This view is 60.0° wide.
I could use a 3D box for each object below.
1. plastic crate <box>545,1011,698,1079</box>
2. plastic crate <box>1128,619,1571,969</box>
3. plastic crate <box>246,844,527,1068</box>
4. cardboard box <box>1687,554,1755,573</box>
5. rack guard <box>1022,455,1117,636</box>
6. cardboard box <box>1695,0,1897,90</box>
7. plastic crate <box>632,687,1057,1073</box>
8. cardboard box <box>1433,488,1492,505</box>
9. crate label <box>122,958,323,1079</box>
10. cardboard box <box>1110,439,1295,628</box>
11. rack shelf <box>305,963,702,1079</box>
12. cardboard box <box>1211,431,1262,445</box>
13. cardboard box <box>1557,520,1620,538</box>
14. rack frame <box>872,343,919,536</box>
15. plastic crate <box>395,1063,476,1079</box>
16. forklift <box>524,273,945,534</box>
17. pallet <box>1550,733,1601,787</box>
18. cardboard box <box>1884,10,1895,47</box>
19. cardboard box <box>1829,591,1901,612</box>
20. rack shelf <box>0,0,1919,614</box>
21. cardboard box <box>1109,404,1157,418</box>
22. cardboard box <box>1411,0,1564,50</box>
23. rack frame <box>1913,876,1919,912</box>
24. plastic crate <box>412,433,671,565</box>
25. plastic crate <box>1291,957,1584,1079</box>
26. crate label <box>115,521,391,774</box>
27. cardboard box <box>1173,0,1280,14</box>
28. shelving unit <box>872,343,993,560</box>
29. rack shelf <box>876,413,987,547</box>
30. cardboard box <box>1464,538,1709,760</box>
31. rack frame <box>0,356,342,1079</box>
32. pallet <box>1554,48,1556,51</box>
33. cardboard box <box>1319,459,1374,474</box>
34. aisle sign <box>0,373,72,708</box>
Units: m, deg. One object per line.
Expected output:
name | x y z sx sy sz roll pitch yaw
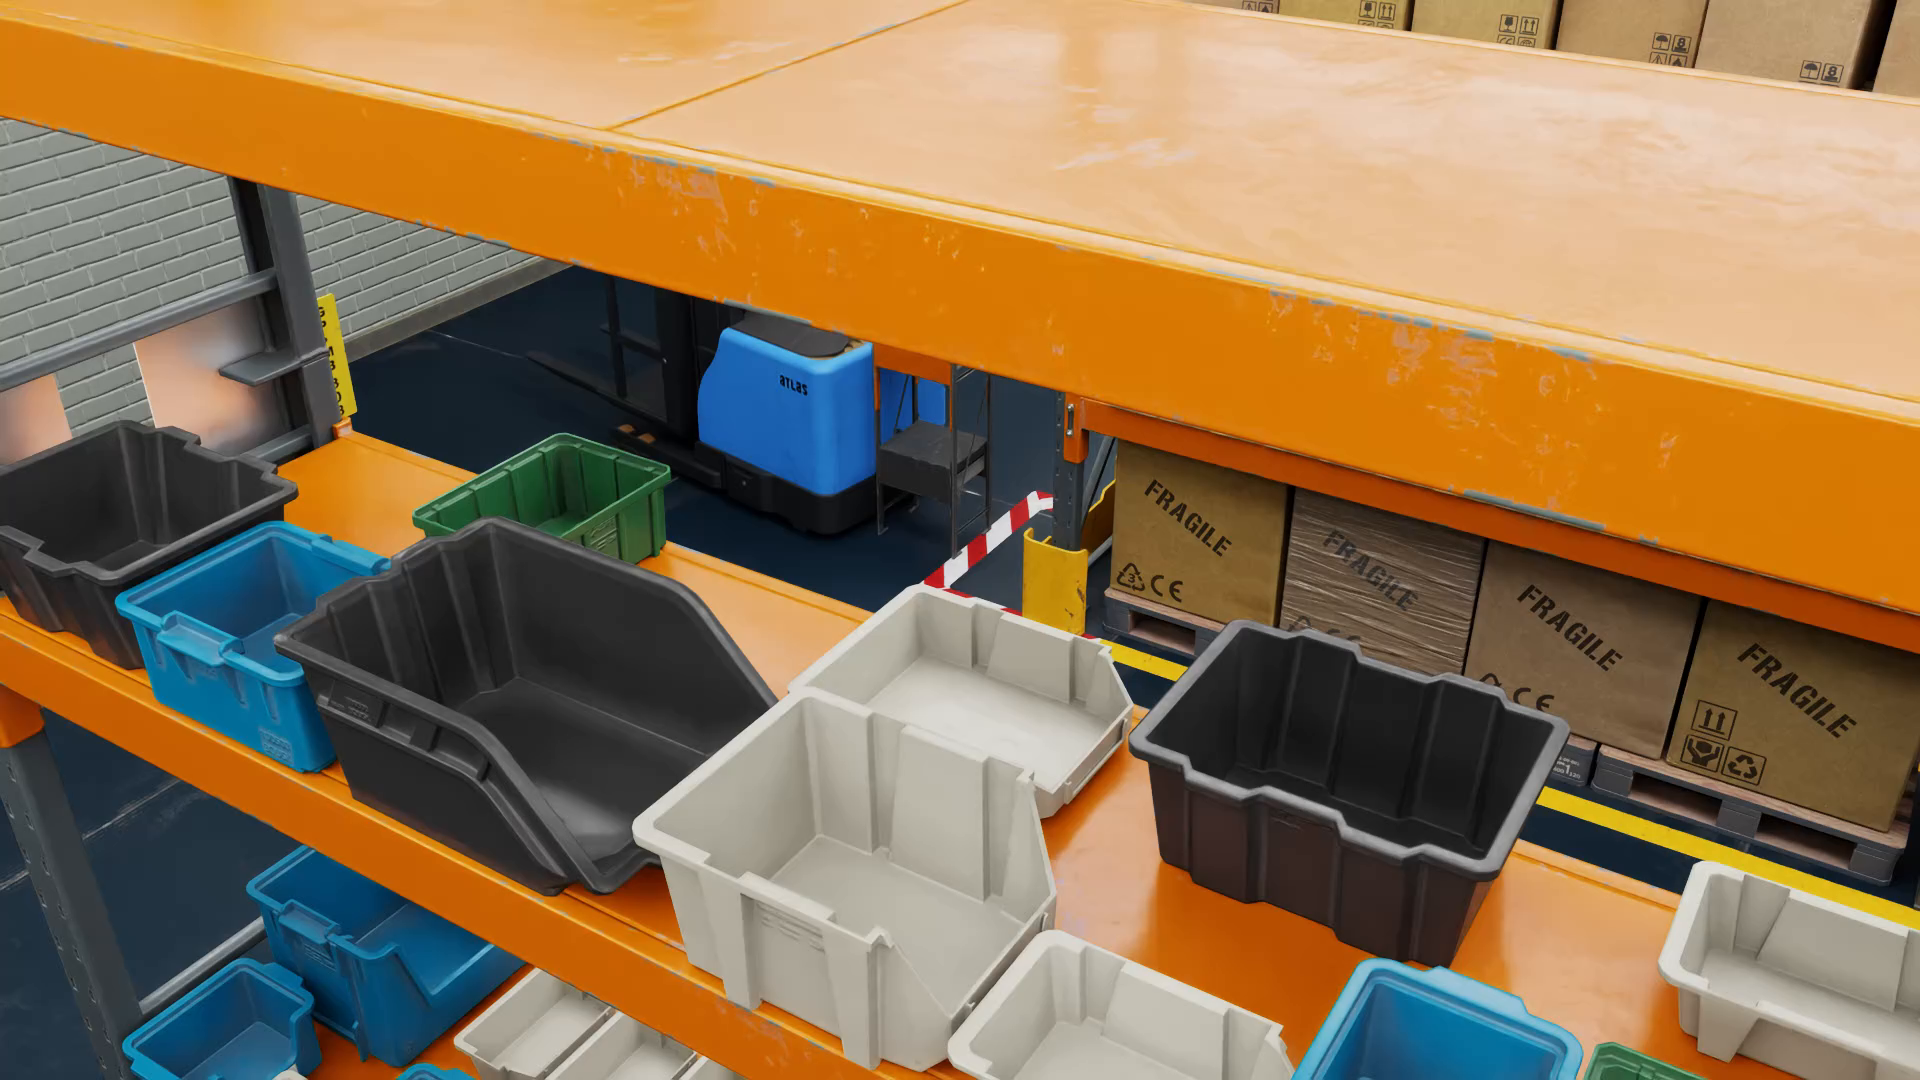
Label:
plastic crate | -0.838 1.351 4.159 0.243 0.136 0.396 18 35 27
plastic crate | 0.619 0.421 2.705 0.590 0.269 0.497 18 35 27
plastic crate | -1.480 1.007 4.453 0.499 0.435 0.616 18 35 27
cardboard box | 3.073 -0.044 6.598 0.250 0.149 0.380 18 35 28
rack guard | 0.750 -0.002 8.758 0.348 0.500 1.175 18 35 27
cardboard box | 3.010 -1.898 5.934 0.500 0.500 0.700 19 35 30
plastic crate | -0.150 0.519 2.524 0.530 0.282 0.437 18 35 27
cardboard box | 2.199 -0.320 7.071 0.250 0.149 0.380 17 34 26
crate label | -1.829 1.291 4.166 0.303 0.233 0.416 18 35 27
cardboard box | 1.355 -0.202 8.311 0.875 0.875 0.875 18 35 27
rack shelf | -0.169 1.885 3.757 4.000 0.370 1.077 18 35 27
cardboard box | 1.331 -0.595 7.542 0.250 0.149 0.380 17 34 26
cardboard box | 2.637 -0.182 6.834 0.250 0.149 0.380 17 34 27
rack frame | -0.347 -1.017 8.909 0.015 2.100 0.400 18 35 27
plastic crate | -1.271 1.468 3.864 0.300 0.233 0.416 18 35 27
forklift | -1.506 -1.916 9.626 3.031 2.935 1.130 24 38 35
pallet | 2.518 0.637 7.949 1.213 0.211 1.003 18 35 27
cardboard box | 5.472 -2.987 10.007 0.500 0.500 0.500 19 35 29
cardboard box | 3.507 0.094 6.362 0.250 0.149 0.380 18 35 28
rack shelf | -0.169 -0.534 2.346 4.000 0.370 1.077 18 35 27
cardboard box | 0.896 -0.731 7.776 0.250 0.149 0.380 18 35 28
cardboard box | 2.116 -2.203 6.457 0.500 0.500 0.700 15 34 24
rack frame | 4.158 -0.004 6.280 0.127 3.000 1.000 18 35 27
plastic crate | -0.875 -0.024 3.547 0.336 0.188 0.450 18 35 27
plastic crate | 0.584 0.779 2.128 0.300 0.233 0.416 18 35 27
crate label | -1.253 0.192 3.115 0.502 0.251 0.408 18 35 27
cardboard box | 1.239 -2.523 7.006 0.500 0.500 0.700 15 34 24
shelving unit | -0.140 -0.951 8.797 0.503 2.100 0.431 18 35 27
rack shelf | -0.140 -0.335 9.157 0.480 0.518 0.431 18 35 27
cardboard box | 2.880 0.280 7.485 0.875 0.875 0.875 18 35 27
rack frame | -1.863 1.038 4.494 0.127 3.000 1.000 18 35 27
pallet | 2.442 -1.812 6.491 1.213 0.211 1.003 18 35 27
cardboard box | 1.767 -0.457 7.306 0.250 0.149 0.380 17 34 26
aisle sign | -2.082 0.023 3.654 0.004 0.787 0.394 18 35 27
